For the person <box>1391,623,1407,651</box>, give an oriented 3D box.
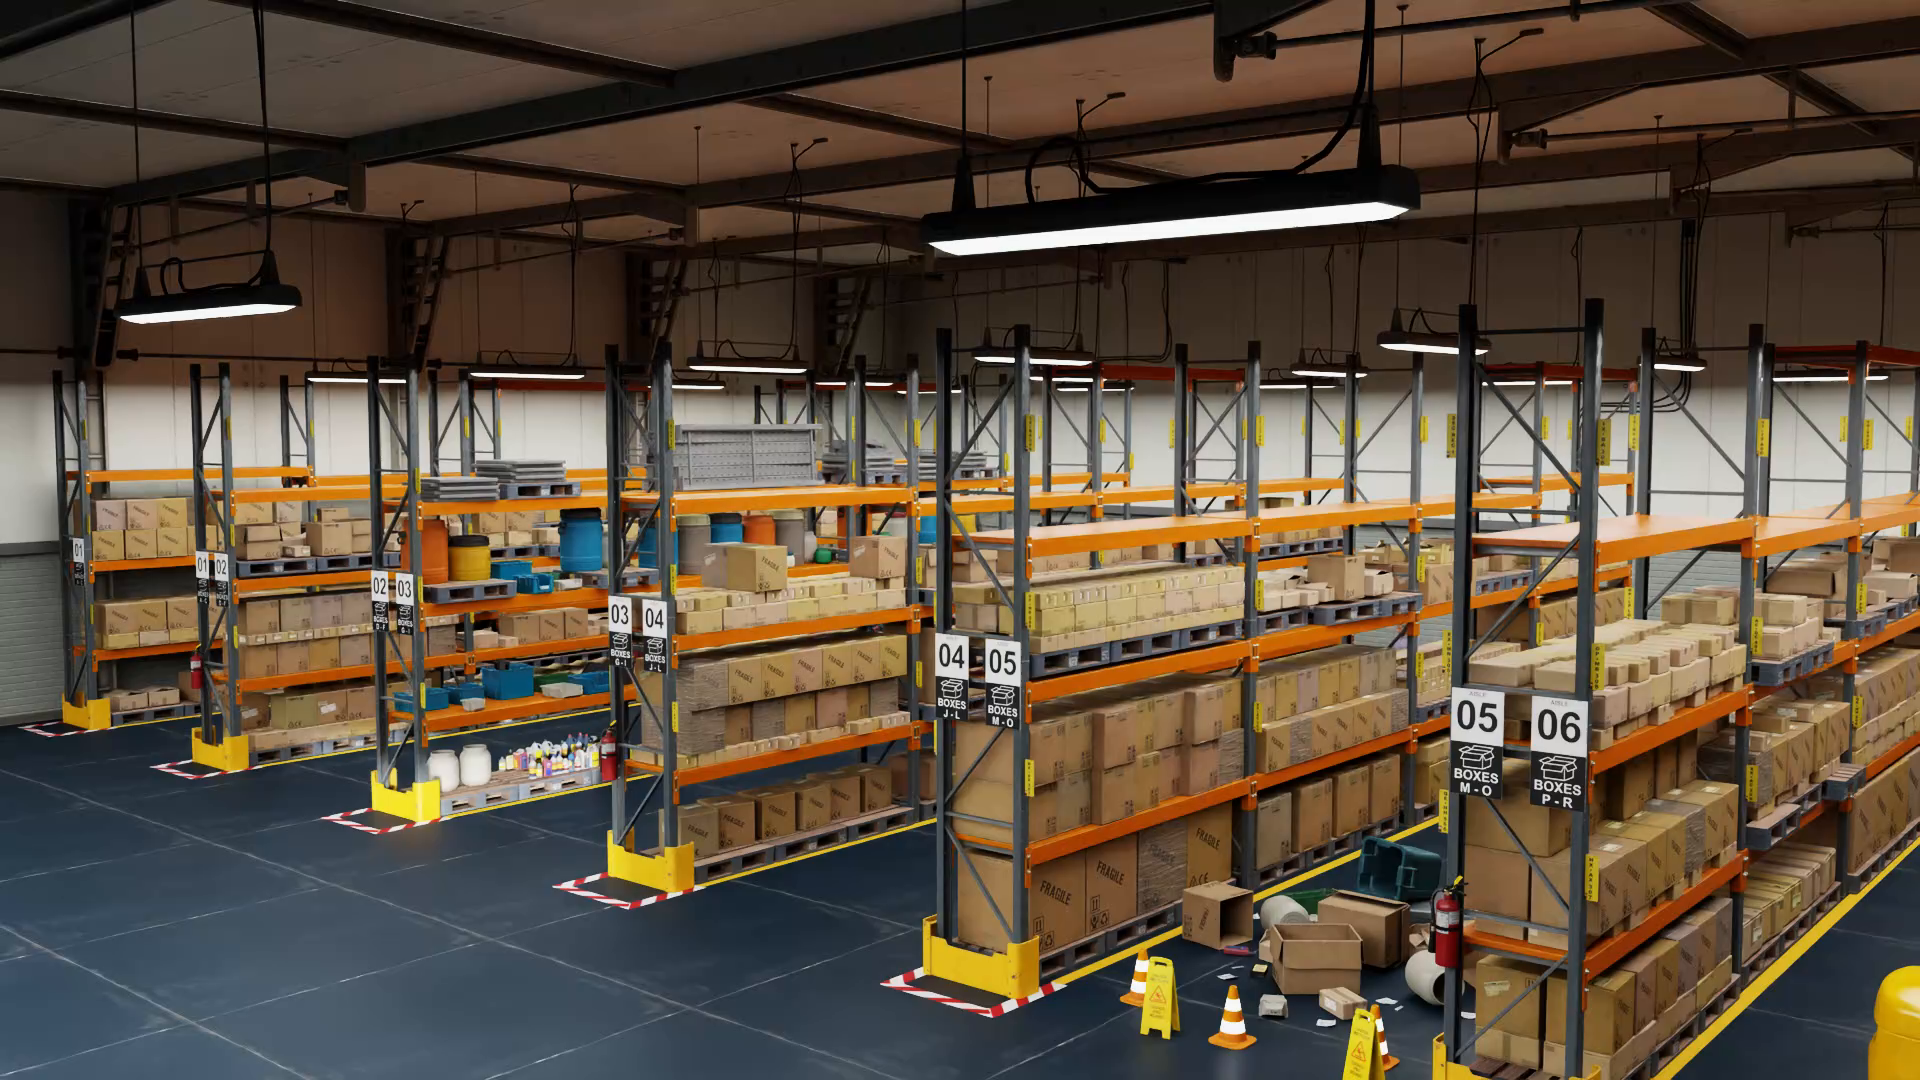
[{"bbox_3d":[7.813,2.243,29.340,0.476,1.589,1.015,3,5,31],"label":"person"}]
